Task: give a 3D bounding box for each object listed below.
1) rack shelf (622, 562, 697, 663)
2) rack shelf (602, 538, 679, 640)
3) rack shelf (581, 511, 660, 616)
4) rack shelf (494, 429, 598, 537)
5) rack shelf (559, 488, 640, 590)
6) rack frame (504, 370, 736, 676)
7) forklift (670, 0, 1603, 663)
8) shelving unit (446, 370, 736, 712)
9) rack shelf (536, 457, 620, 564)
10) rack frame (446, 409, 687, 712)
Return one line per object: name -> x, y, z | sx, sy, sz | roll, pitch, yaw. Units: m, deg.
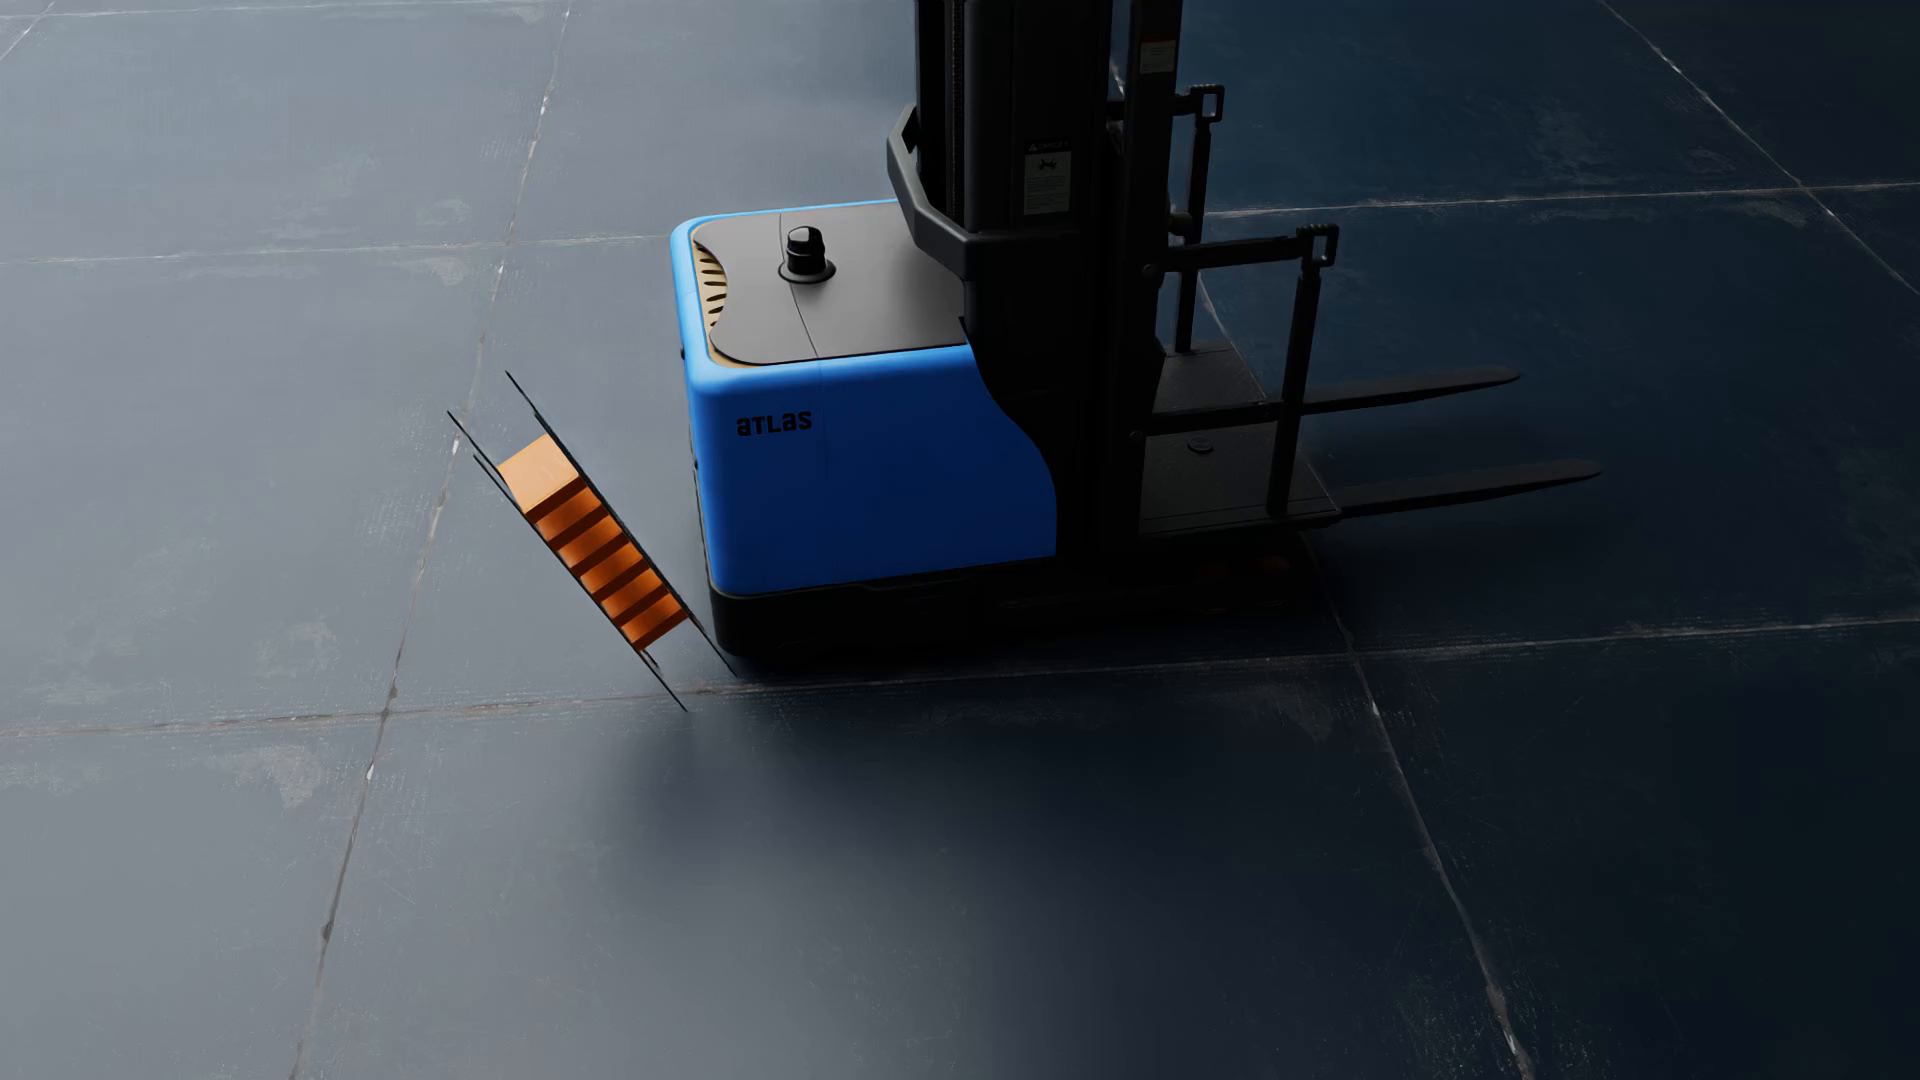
rack shelf -> -0.921, 0.210, 4.921 | 0.180, 0.103, 0.258 | -36, 47, -7
rack shelf -> -0.961, 0.137, 4.834 | 0.180, 0.103, 0.258 | -36, 47, -7
rack shelf -> -1.000, 0.064, 4.748 | 0.180, 0.103, 0.258 | -36, 47, -7
rack shelf -> -1.118, -0.156, 4.489 | 0.180, 0.103, 0.258 | -36, 47, -7
rack shelf -> -1.039, -0.010, 4.661 | 0.180, 0.103, 0.258 | -36, 47, -7
rack frame -> -0.941, -0.017, 4.727 | 0.006, 1.200, 0.240 | -36, 47, -7
forklift -> 0.638, -1.224, 4.904 | 3.031, 2.935, 1.130 | -7, 39, -9
shelving unit -> -1.015, 0.037, 4.716 | 0.189, 1.200, 0.258 | -36, 47, -7
rack shelf -> -1.079, -0.083, 4.575 | 0.180, 0.103, 0.258 | -36, 47, -7
rack frame -> -1.088, 0.090, 4.704 | 0.006, 1.200, 0.240 | -36, 47, -7
